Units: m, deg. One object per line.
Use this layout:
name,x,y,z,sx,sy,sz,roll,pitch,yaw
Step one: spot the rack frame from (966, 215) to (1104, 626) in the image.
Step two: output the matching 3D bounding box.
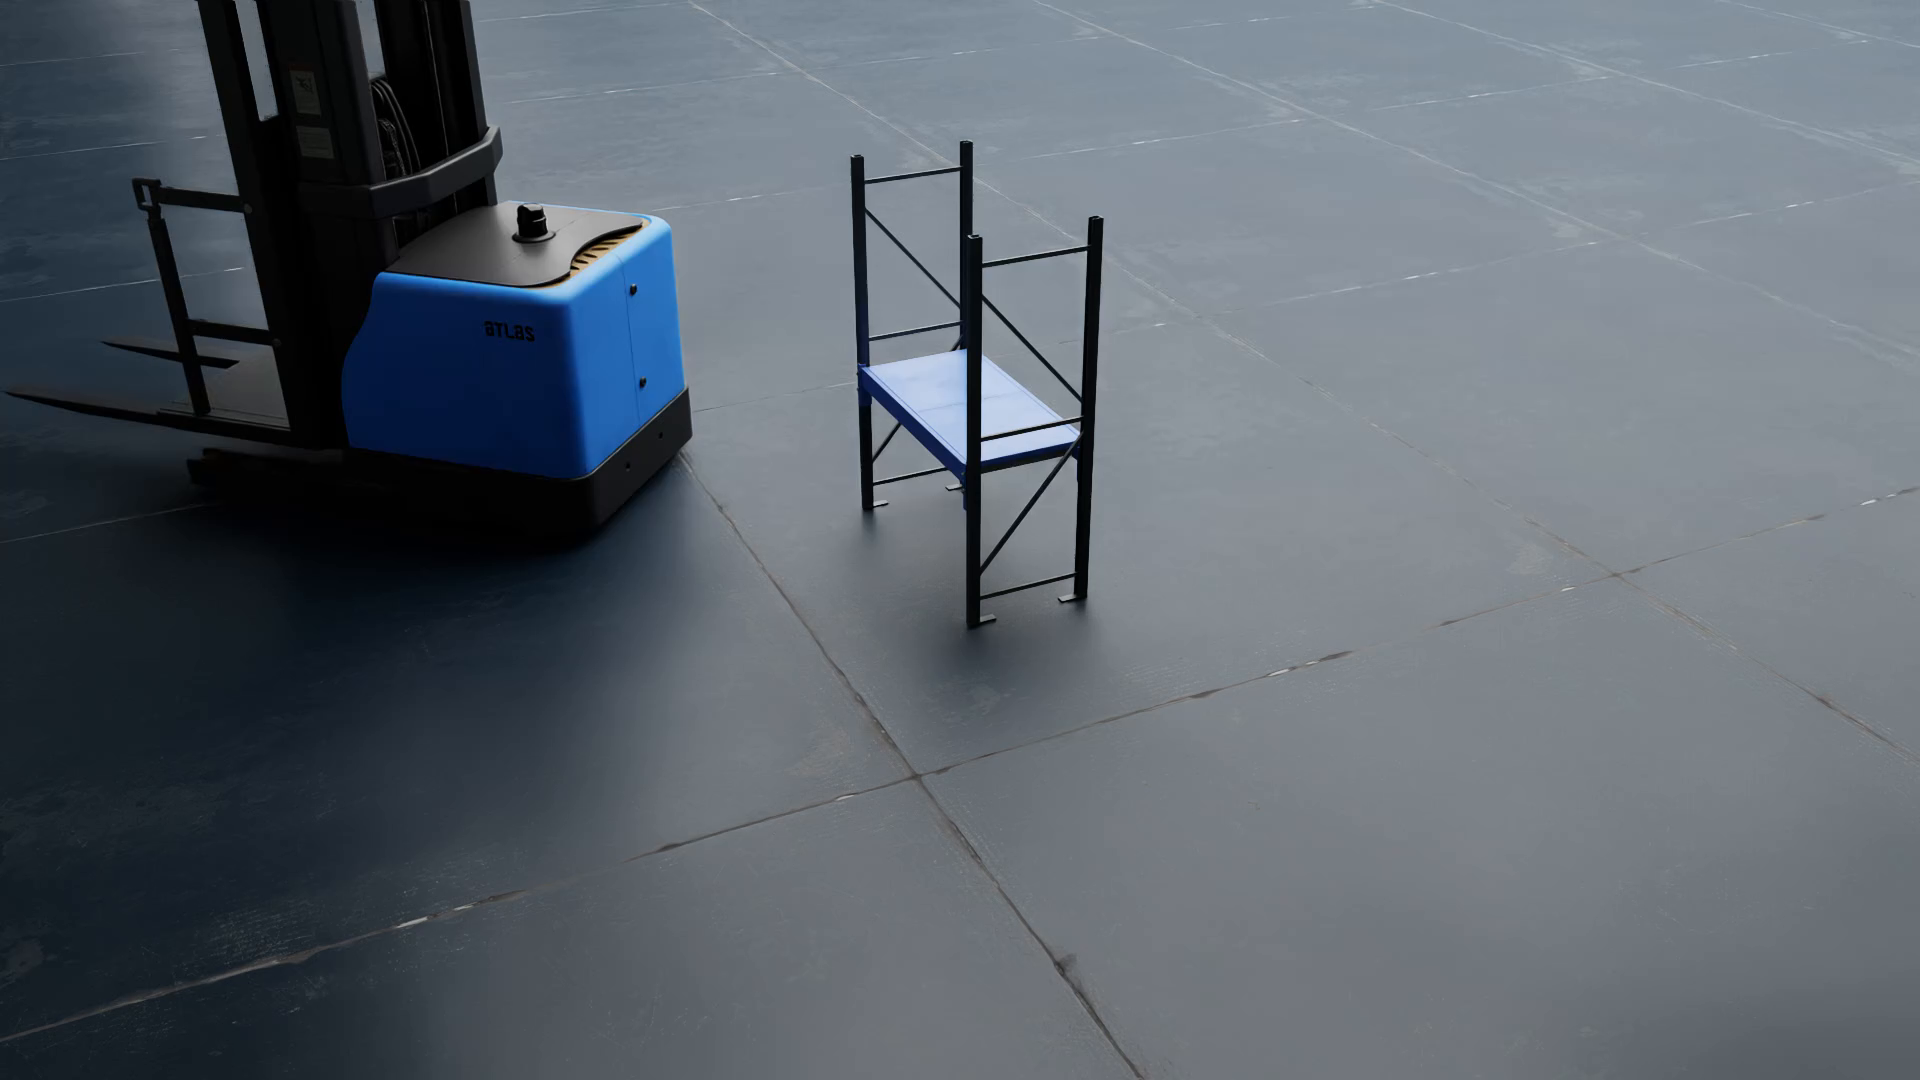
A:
rack frame,0.255,-0.392,5.916,0.500,1.500,0.032,-13,32,-22

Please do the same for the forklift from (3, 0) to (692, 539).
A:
forklift,-2.771,-1.691,6.769,3.031,2.935,1.130,9,30,15

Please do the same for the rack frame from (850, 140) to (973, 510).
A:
rack frame,-0.182,-0.841,6.716,0.500,1.500,0.032,-13,32,-22

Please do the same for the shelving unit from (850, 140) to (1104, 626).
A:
shelving unit,0.037,-0.616,6.316,0.538,1.500,1.048,-13,32,-22

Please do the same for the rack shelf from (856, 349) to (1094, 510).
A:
rack shelf,0.037,-0.460,6.404,0.538,0.185,1.000,-13,32,-22
